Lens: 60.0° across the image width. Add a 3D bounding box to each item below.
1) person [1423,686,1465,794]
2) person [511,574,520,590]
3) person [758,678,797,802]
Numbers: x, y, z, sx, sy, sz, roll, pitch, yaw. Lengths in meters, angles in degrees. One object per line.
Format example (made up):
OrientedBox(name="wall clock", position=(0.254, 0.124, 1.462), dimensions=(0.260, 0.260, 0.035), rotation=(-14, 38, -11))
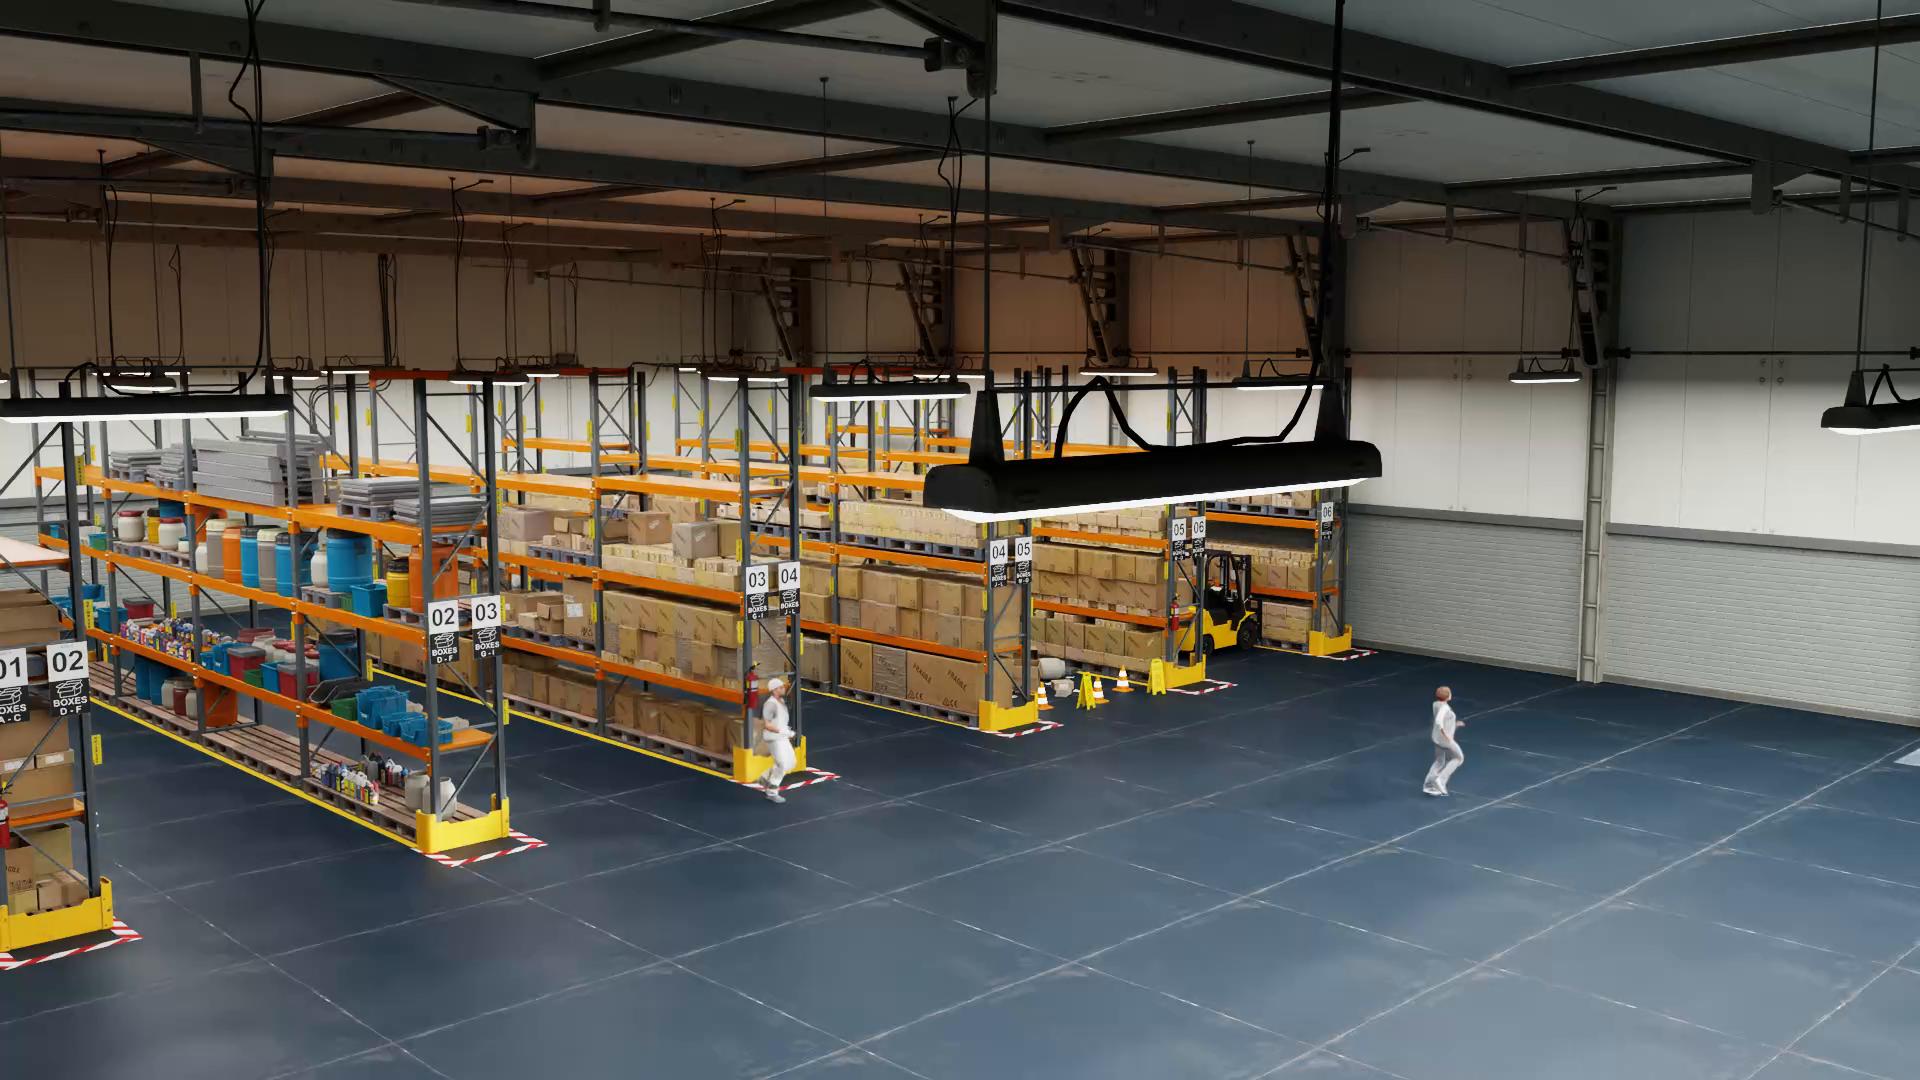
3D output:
OrientedBox(name="person", position=(6.936, 2.862, 23.758), dimensions=(0.621, 1.566, 0.513), rotation=(-1, 7, -12))
OrientedBox(name="person", position=(-10.951, 0.879, 40.877), dimensions=(0.670, 1.716, 0.742), rotation=(-6, 9, -45))
OrientedBox(name="person", position=(-2.579, 2.821, 23.524), dimensions=(0.607, 1.748, 0.674), rotation=(1, 7, 12))
